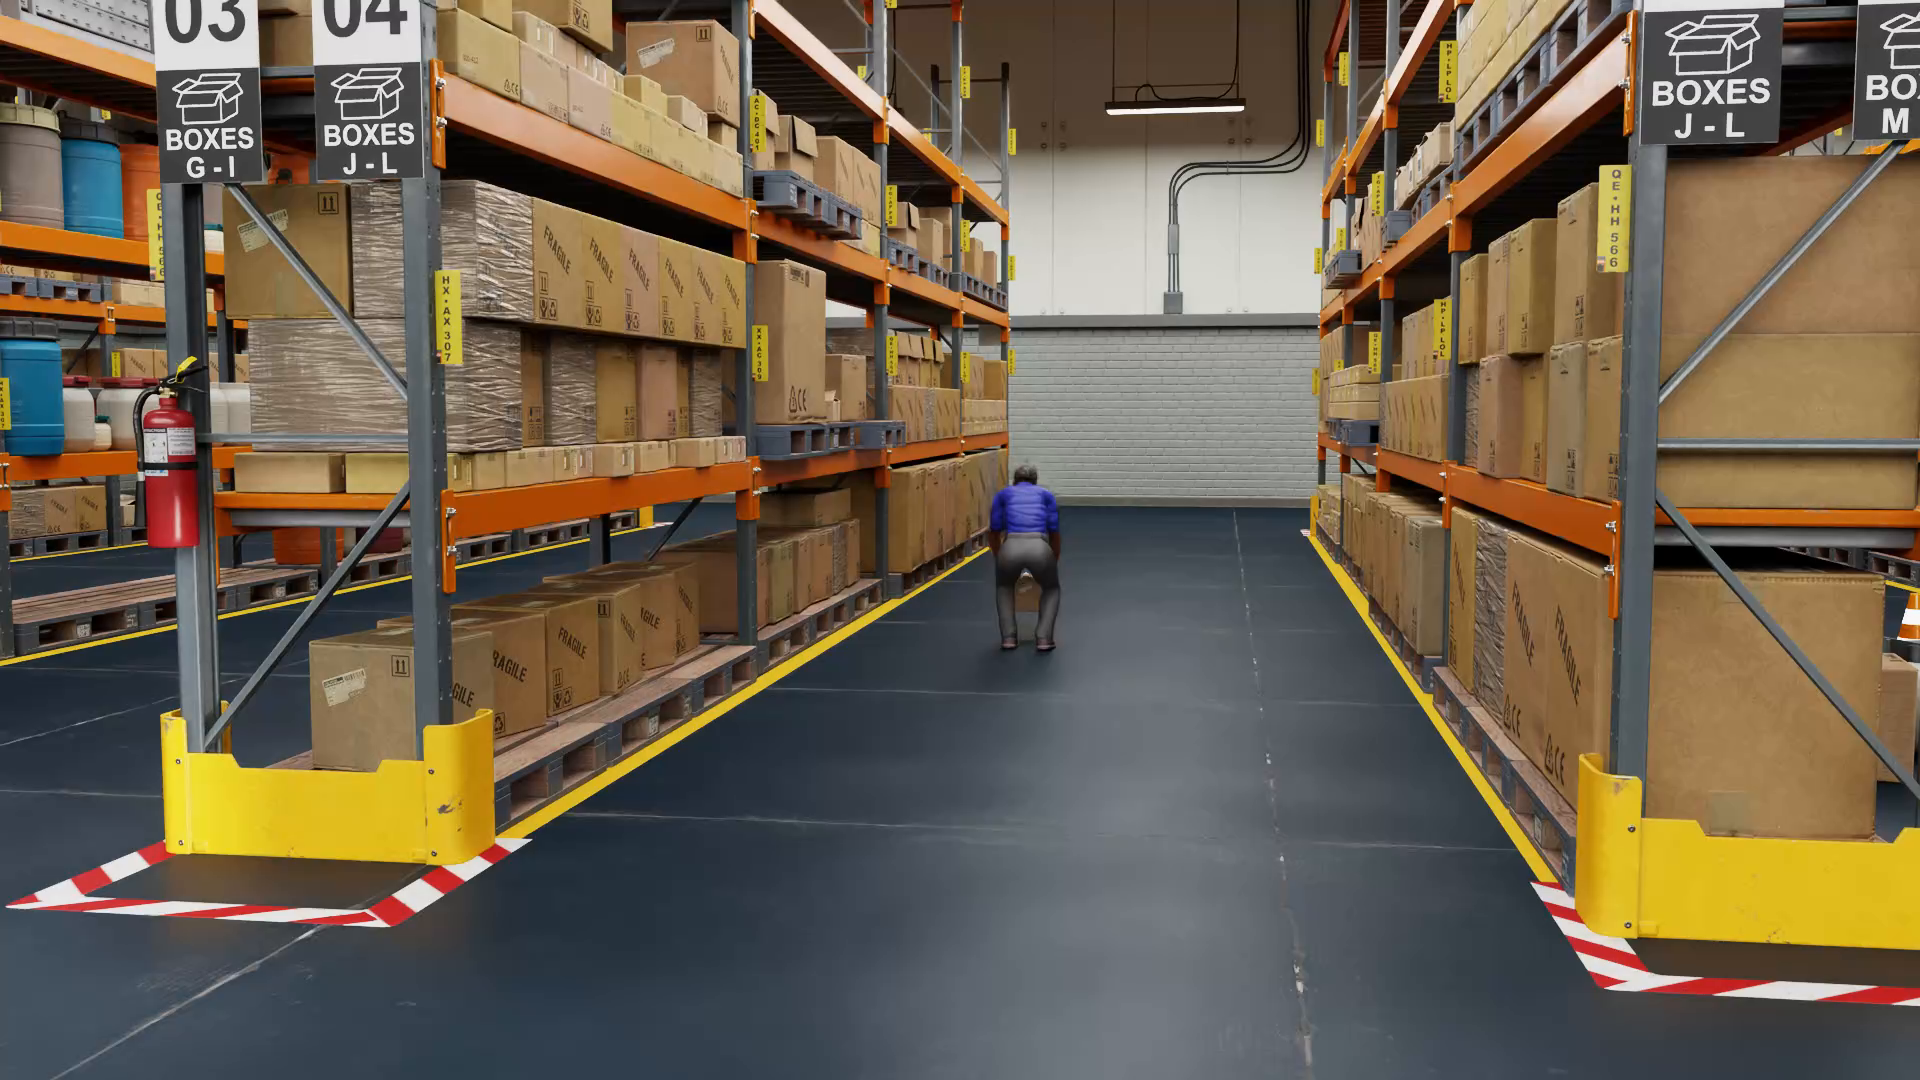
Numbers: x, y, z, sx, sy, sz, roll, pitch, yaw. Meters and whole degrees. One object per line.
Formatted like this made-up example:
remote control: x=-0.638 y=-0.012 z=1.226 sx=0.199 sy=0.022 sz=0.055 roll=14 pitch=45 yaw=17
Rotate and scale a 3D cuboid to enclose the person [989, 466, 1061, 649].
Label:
person: x=0.424 y=0.119 z=11.221 sx=0.501 sy=1.223 sz=0.706 roll=1 pitch=5 yaw=9
